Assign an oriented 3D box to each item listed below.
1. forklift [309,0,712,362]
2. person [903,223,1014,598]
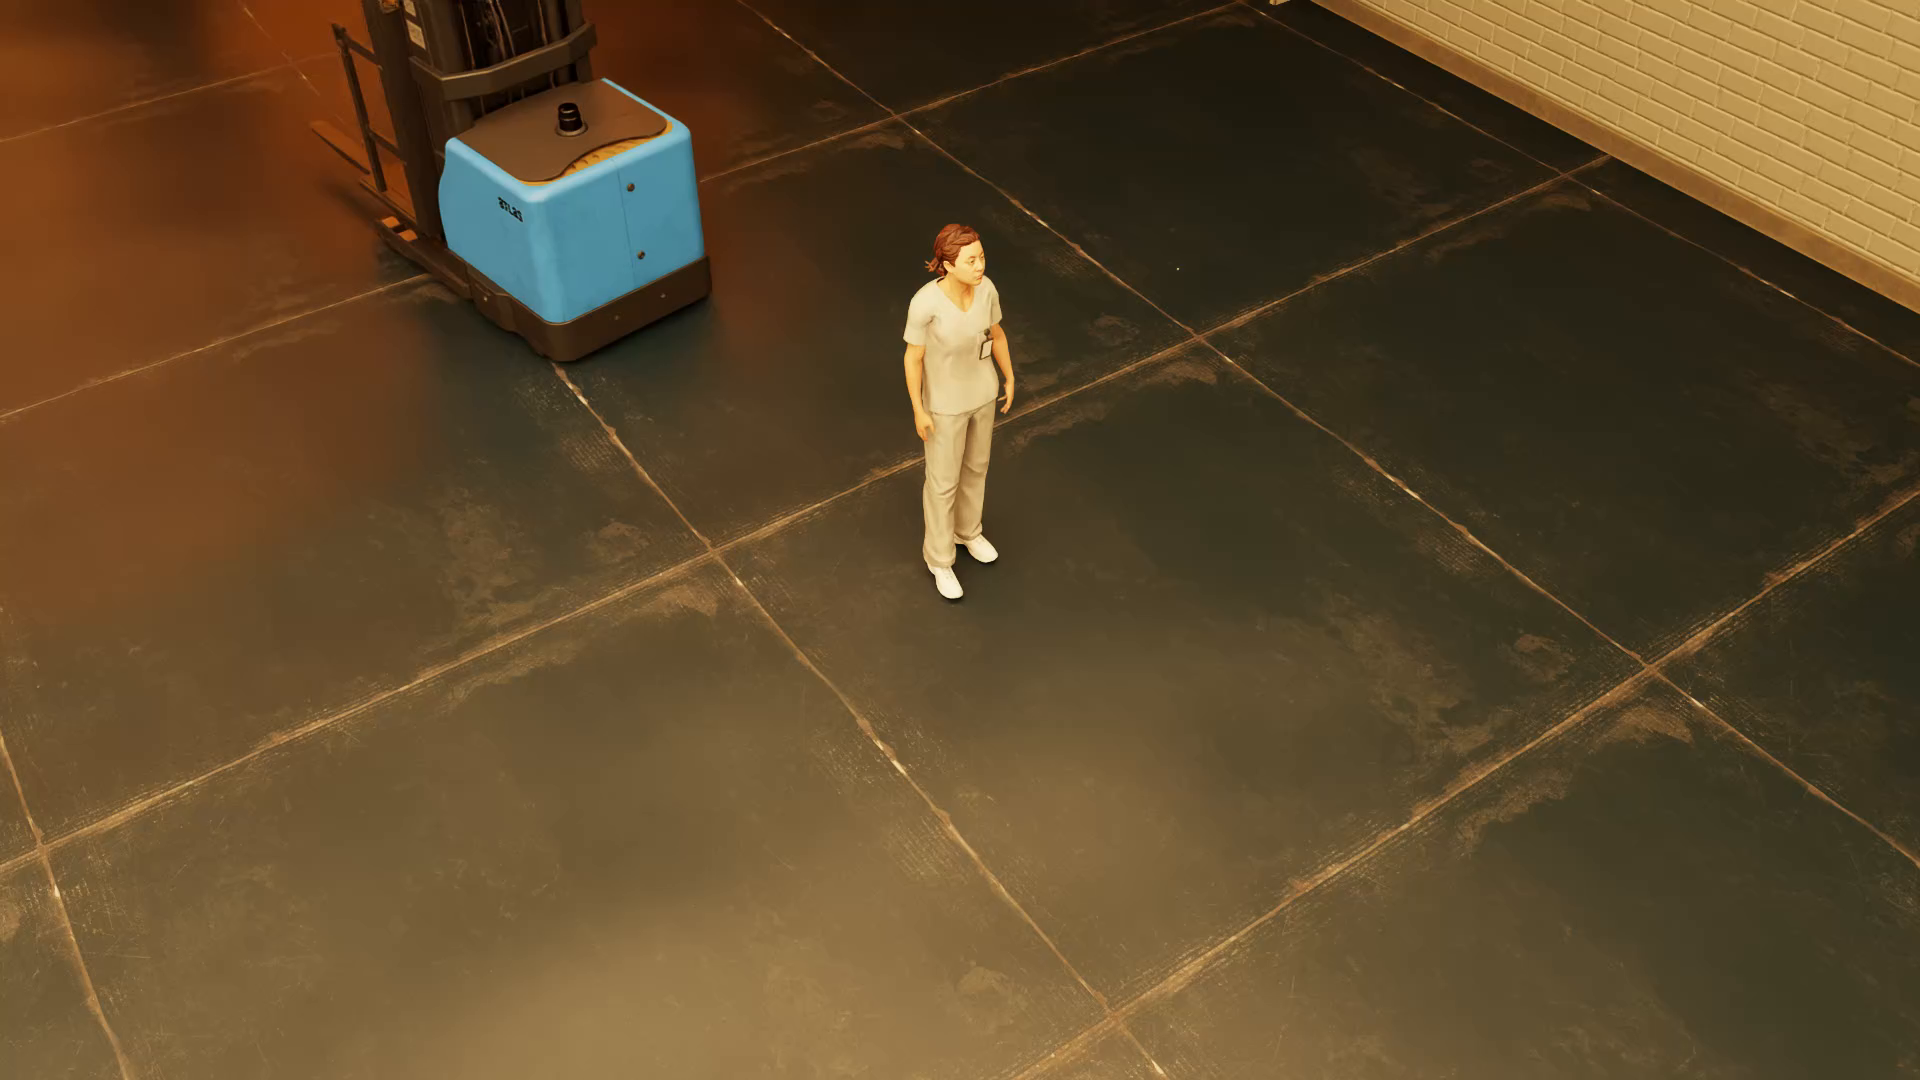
[{"bbox_3d":[-2.768,-2.923,8.887,1.130,2.935,3.031,-33,52,-31],"label":"forklift"},{"bbox_3d":[0.031,-0.576,7.255,0.549,1.675,0.549,-25,48,-25],"label":"person"}]
